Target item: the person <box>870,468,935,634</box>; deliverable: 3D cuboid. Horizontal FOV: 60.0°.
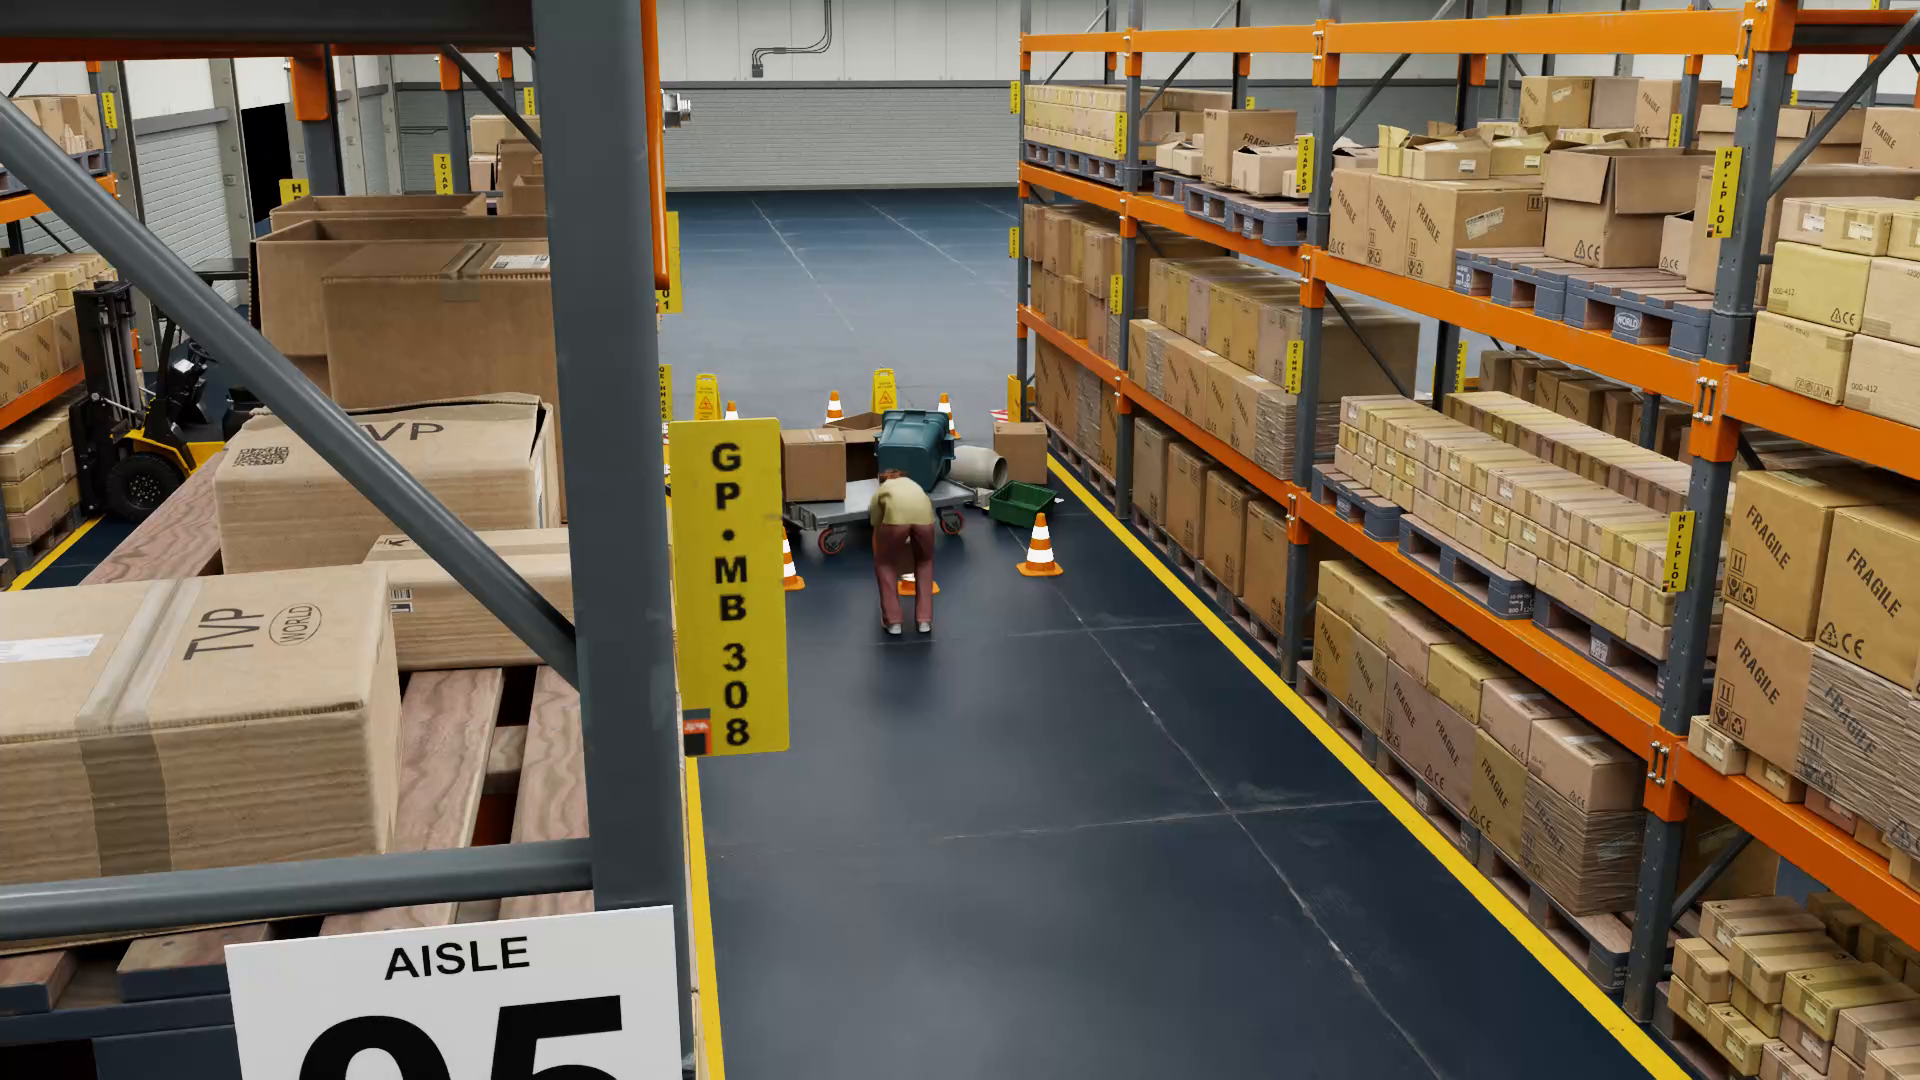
[{"bbox_3d":[-0.425,0.051,11.914,0.429,1.084,0.873,-4,17,-12],"label":"person"}]
